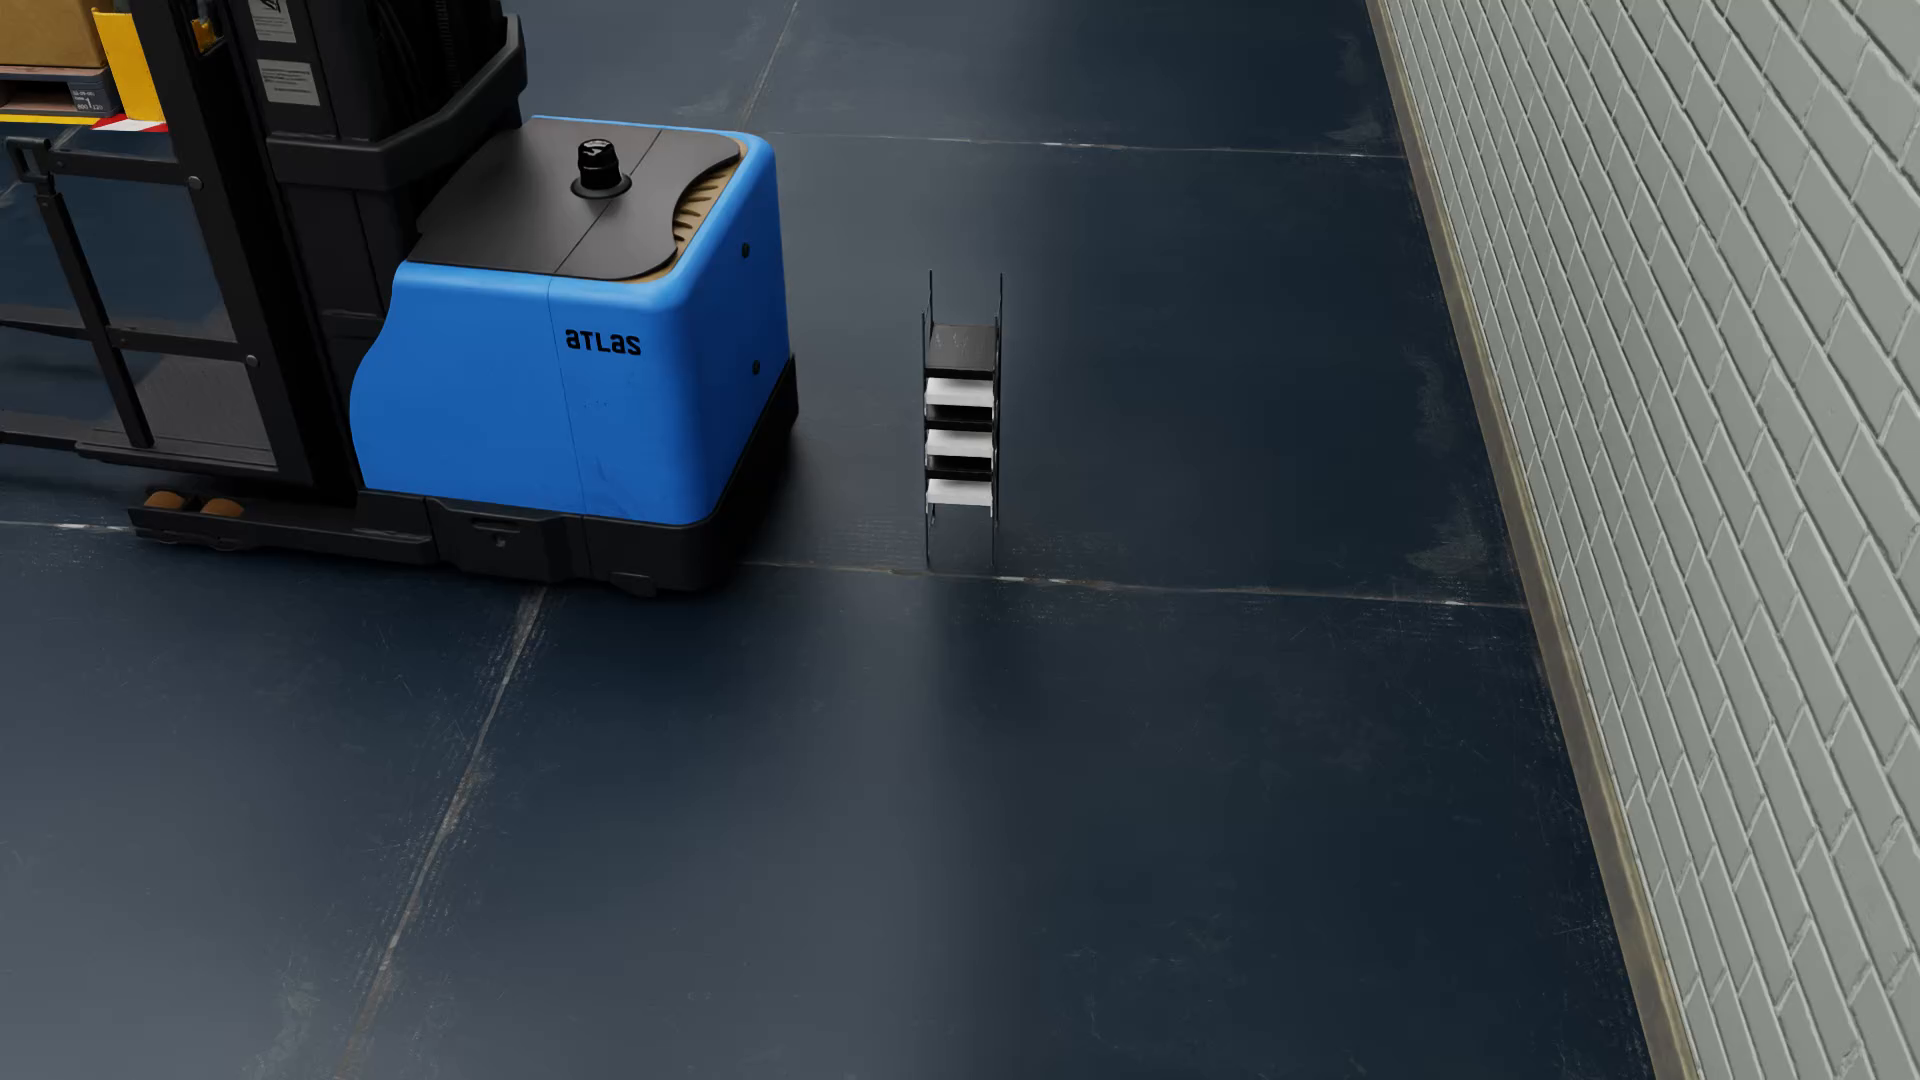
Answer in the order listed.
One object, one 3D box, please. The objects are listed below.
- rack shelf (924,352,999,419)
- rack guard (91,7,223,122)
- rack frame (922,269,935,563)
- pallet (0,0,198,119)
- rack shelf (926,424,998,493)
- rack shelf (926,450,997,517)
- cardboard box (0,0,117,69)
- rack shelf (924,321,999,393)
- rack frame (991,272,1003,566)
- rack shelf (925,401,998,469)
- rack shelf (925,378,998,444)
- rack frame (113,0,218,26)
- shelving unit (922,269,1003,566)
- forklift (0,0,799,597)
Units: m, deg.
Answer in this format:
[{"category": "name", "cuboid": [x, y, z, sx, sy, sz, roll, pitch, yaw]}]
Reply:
[{"category": "rack shelf", "cuboid": [0.008, -0.462, 4.873, 0.200, 0.077, 0.258, 3, 39, 4]}, {"category": "rack guard", "cuboid": [-3.616, -2.475, 7.895, 0.348, 0.500, 1.175, 3, 39, 4]}, {"category": "rack frame", "cuboid": [-0.093, -0.354, 4.972, 0.006, 0.900, 0.240, 3, 39, 4]}, {"category": "pallet", "cuboid": [-4.444, -2.359, 7.981, 1.213, 0.211, 1.003, 3, 39, 4]}, {"category": "rack shelf", "cuboid": [0.008, -0.253, 5.043, 0.200, 0.077, 0.258, 3, 39, 4]}, {"category": "rack shelf", "cuboid": [0.008, -0.183, 5.100, 0.200, 0.077, 0.258, 3, 39, 4]}, {"category": "cardboard box", "cuboid": [-4.285, -2.769, 7.627, 0.875, 0.875, 0.875, 3, 39, 4]}, {"category": "rack shelf", "cuboid": [0.008, -0.532, 4.816, 0.200, 0.077, 0.258, 3, 39, 4]}, {"category": "rack frame", "cuboid": [0.109, -0.343, 4.959, 0.006, 0.900, 0.240, 3, 39, 4]}, {"category": "rack shelf", "cuboid": [0.008, -0.323, 4.986, 0.200, 0.077, 0.258, 3, 39, 4]}, {"category": "rack shelf", "cuboid": [0.008, -0.392, 4.930, 0.200, 0.077, 0.258, 3, 39, 4]}, {"category": "rack frame", "cuboid": [-3.640, -3.446, 7.108, 0.127, 3.000, 1.000, 3, 39, 4]}, {"category": "shelving unit", "cuboid": [0.008, -0.349, 4.965, 0.210, 0.900, 0.258, 3, 39, 4]}, {"category": "forklift", "cuboid": [-2.118, -1.420, 4.673, 3.031, 2.935, 1.130, 7, 40, 8]}]
